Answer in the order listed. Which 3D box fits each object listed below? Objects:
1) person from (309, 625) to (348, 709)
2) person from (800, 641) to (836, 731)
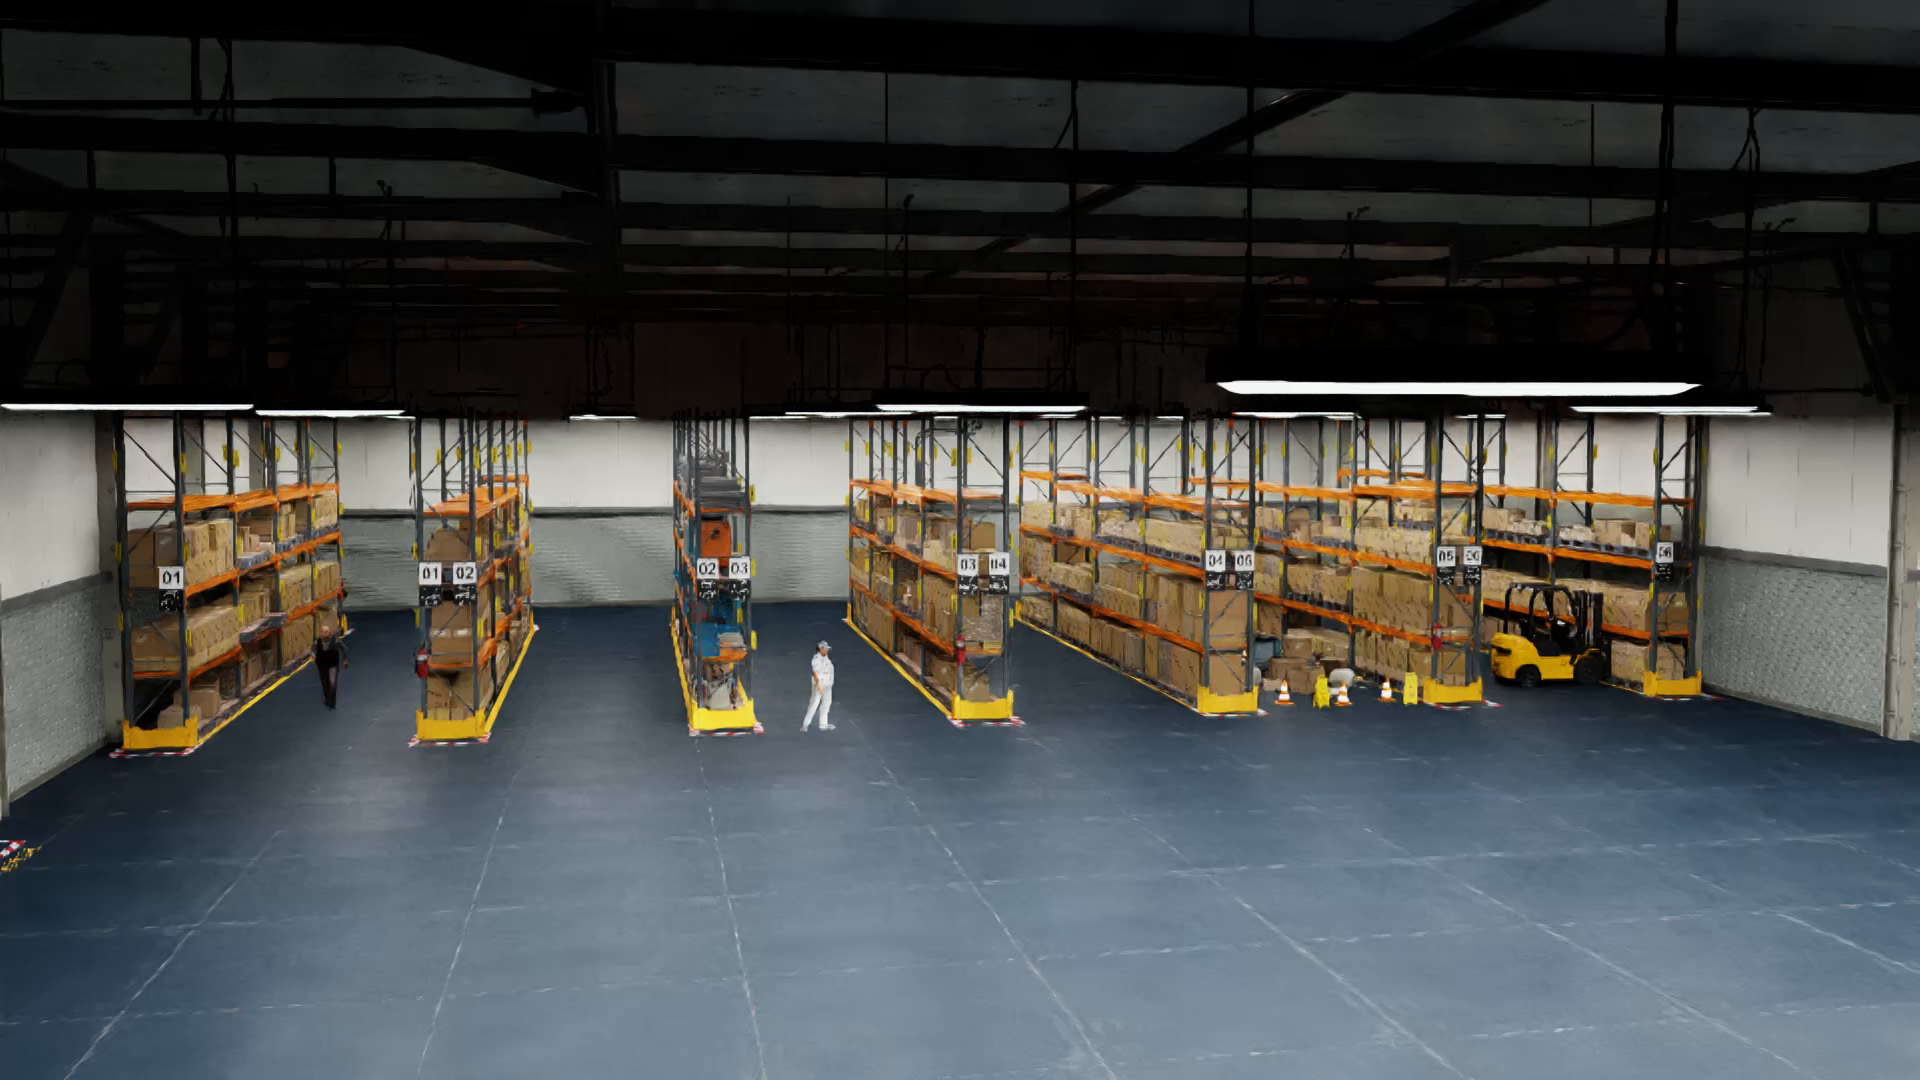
[{"bbox_3d":[-12.669,2.523,33.334,0.680,1.658,0.866,0,4,-6],"label":"person"},{"bbox_3d":[-2.652,2.708,30.862,0.486,1.660,0.687,2,5,28],"label":"person"}]
